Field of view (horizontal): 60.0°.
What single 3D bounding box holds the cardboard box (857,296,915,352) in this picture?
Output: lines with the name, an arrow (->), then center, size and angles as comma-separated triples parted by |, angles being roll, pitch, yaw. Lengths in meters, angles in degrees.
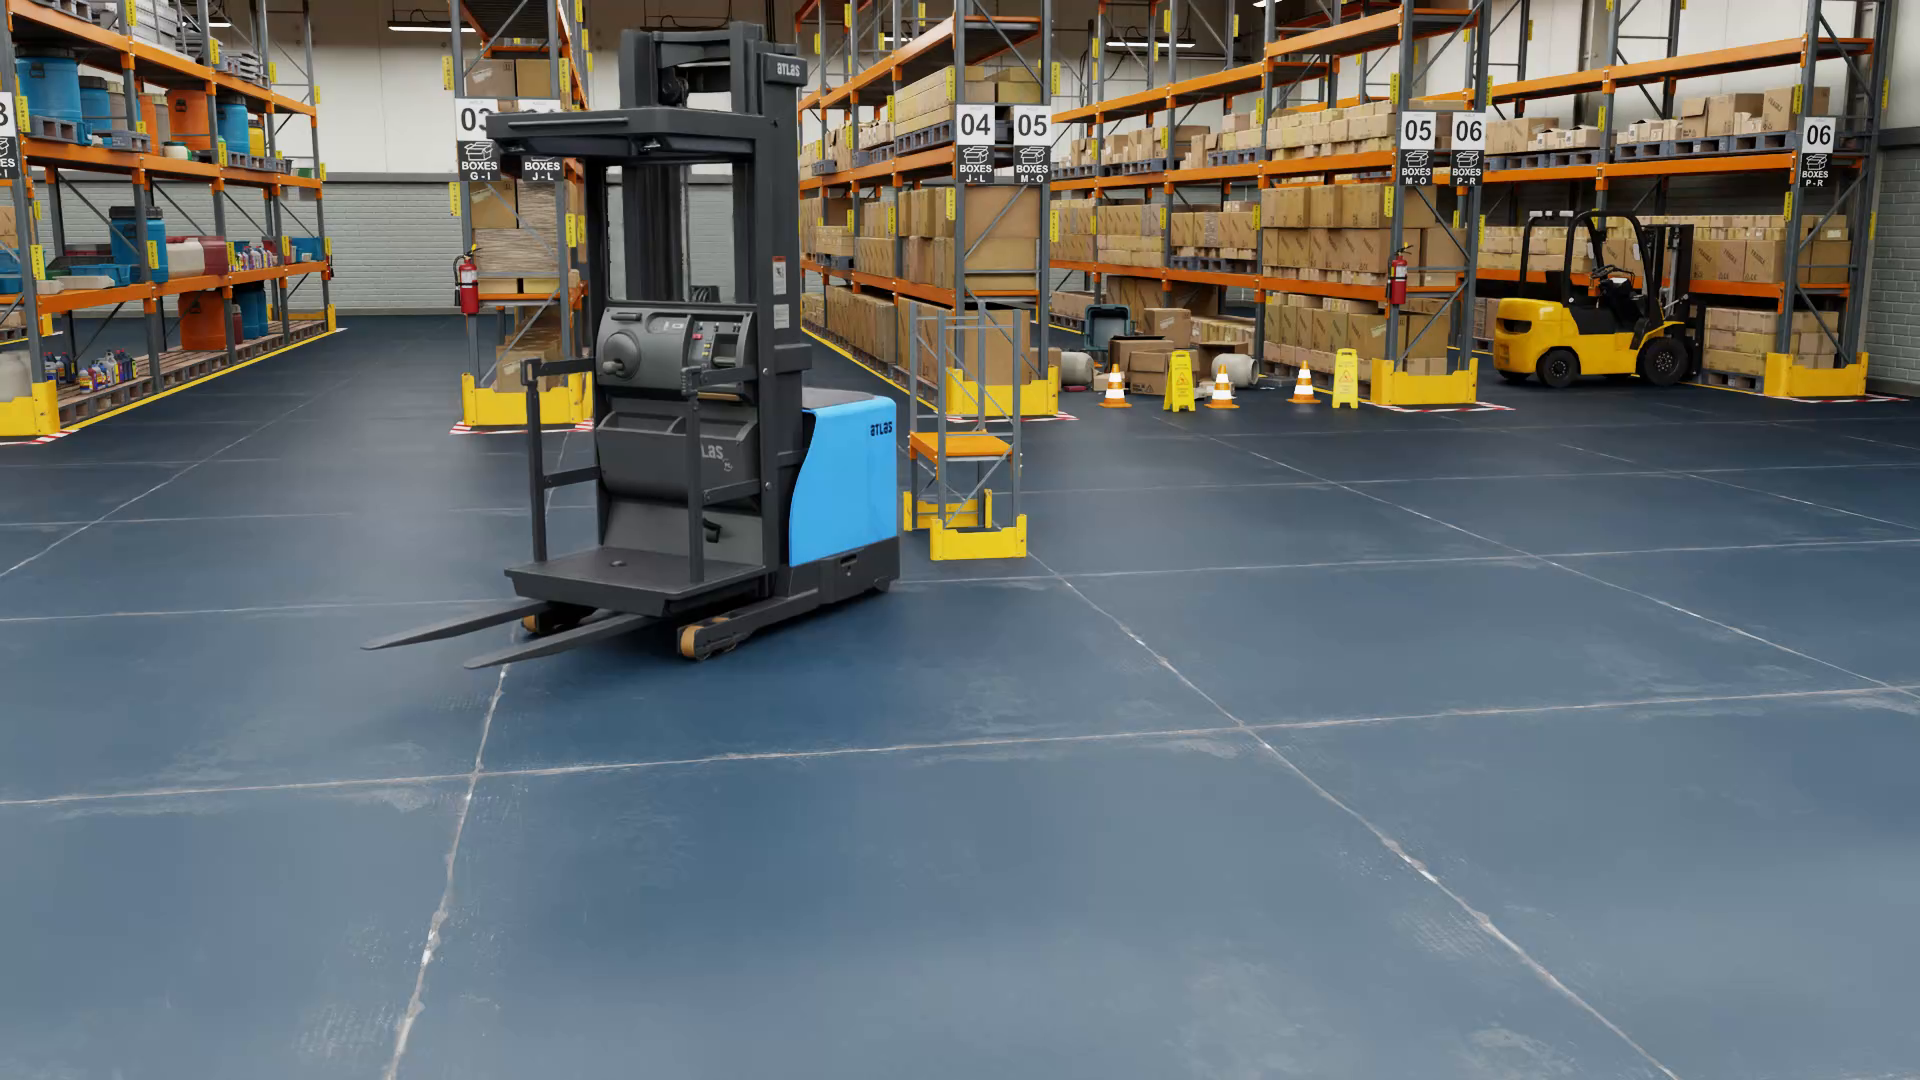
cardboard box -> -0.909, -3.118, 23.952 | 1.050, 0.750, 0.750 | -2, 11, -10

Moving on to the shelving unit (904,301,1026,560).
shelving unit -> 0.015, -0.723, 10.483 | 0.587, 1.500, 1.083 | -2, 11, -11

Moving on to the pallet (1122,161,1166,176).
pallet -> 3.325, -6.193, 27.694 | 1.003, 0.211, 1.213 | -2, 11, -8

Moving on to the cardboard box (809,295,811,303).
cardboard box -> -2.676, -4.610, 31.804 | 0.380, 0.149, 0.250 | -3, 11, -14

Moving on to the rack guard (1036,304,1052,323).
rack guard -> 2.162, -4.735, 34.235 | 1.175, 0.500, 0.348 | -2, 11, -11

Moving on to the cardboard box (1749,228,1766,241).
cardboard box -> 9.726, -3.672, 19.964 | 0.380, 0.149, 0.250 | -2, 11, -10

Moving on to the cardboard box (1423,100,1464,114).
cardboard box -> 5.410, -4.838, 18.611 | 0.380, 0.149, 0.250 | -2, 11, -11

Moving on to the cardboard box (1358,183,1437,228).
cardboard box -> 4.965, -3.796, 18.881 | 0.700, 0.500, 0.500 | -2, 11, -12

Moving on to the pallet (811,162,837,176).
pallet -> -1.875, -6.290, 28.203 | 1.213, 0.211, 1.003 | -2, 11, -11

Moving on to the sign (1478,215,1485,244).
sign -> 5.811, -3.469, 18.584 | 0.100, 0.325, 0.005 | -2, 11, -11

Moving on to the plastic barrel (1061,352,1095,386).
plastic barrel -> 1.390, -2.141, 20.813 | 0.512, 0.421, 0.421 | 6, 12, 28

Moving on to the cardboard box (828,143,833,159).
cardboard box -> -1.926, -6.493, 27.881 | 0.500, 0.311, 0.500 | -2, 11, -12

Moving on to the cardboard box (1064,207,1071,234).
cardboard box -> 2.294, -6.120, 31.887 | 0.500, 0.500, 0.500 | -2, 11, -11

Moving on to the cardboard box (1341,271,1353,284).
cardboard box -> 4.730, -3.097, 19.620 | 0.380, 0.149, 0.250 | -2, 11, -10

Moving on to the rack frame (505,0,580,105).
rack frame -> -5.998, -7.078, 23.815 | 1.000, 3.000, 0.127 | -2, 11, -11

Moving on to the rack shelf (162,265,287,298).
rack shelf -> -11.245, -3.964, 25.424 | 1.077, 0.370, 4.000 | -2, 11, -11

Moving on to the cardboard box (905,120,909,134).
cardboard box -> -0.450, -4.946, 19.919 | 0.380, 0.149, 0.250 | -2, 11, -12

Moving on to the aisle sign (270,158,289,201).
aisle sign -> -12.717, -6.697, 30.908 | 0.394, 0.787, 0.004 | -2, 11, -11

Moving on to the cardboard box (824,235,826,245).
cardboard box -> -2.057, -4.974, 27.562 | 0.380, 0.149, 0.250 | -2, 11, -9

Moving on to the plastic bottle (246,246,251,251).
plastic bottle -> -11.240, -4.464, 26.260 | 0.144, 0.351, 0.185 | -2, 11, -11

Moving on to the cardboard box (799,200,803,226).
cardboard box -> -2.842, -6.354, 32.321 | 0.500, 0.500, 0.500 | -2, 11, -11

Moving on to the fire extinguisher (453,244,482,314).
fire extinguisher -> -4.872, -2.588, 16.476 | 0.296, 0.674, 0.183 | -2, 11, -11

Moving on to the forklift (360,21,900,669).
forklift -> -1.512, -0.976, 7.985 | 1.130, 2.935, 3.031 | 6, 12, 30

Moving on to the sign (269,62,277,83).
sign -> -11.094, -7.548, 26.846 | 0.100, 0.325, 0.005 | -2, 11, -11

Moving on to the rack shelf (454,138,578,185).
rack shelf -> -4.831, -4.150, 18.381 | 1.077, 0.370, 4.000 | -2, 11, -11

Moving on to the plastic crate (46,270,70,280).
plastic crate -> -10.091, -2.854, 18.233 | 0.450, 0.188, 0.662 | -2, 11, -11

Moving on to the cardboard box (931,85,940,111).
cardboard box -> -0.023, -4.798, 18.075 | 0.500, 0.250, 0.500 | -2, 11, -11

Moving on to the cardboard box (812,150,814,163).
cardboard box -> -2.426, -6.938, 30.169 | 0.500, 0.250, 0.500 | -2, 11, -9

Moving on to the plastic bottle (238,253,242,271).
plastic bottle -> -10.780, -4.152, 24.834 | 0.097, 0.271, 0.097 | 0, 11, 0

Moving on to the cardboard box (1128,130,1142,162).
cardboard box -> 3.096, -6.533, 27.583 | 0.500, 0.500, 0.500 | -2, 11, -10

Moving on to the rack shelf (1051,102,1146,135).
rack shelf -> 2.556, -7.989, 31.595 | 1.077, 0.370, 4.000 | -2, 11, -11

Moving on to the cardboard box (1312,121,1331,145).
cardboard box -> 4.612, -4.934, 20.178 | 0.500, 0.250, 0.500 | -2, 11, -10

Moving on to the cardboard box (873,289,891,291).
cardboard box -> -1.108, -3.867, 26.550 | 0.500, 0.250, 0.500 | -2, 11, -12

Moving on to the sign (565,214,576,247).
sign -> -3.910, -3.108, 16.690 | 0.100, 0.325, 0.005 | -2, 11, -11

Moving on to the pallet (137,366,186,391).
pallet -> -10.269, -1.990, 20.585 | 1.003, 0.211, 1.213 | -2, 11, -11

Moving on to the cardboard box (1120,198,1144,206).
cardboard box -> 3.138, -6.151, 30.314 | 0.380, 0.149, 0.250 | -2, 11, -12

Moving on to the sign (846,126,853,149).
sign -> -1.645, -6.001, 24.796 | 0.100, 0.325, 0.005 | -2, 11, -11

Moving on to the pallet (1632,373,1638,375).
pallet -> 9.483, -2.421, 22.853 | 1.003, 0.211, 1.213 | -2, 11, -11

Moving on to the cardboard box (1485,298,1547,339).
cardboard box -> 8.834, -3.477, 26.172 | 0.875, 0.625, 0.625 | -2, 11, -9

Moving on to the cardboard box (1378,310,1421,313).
cardboard box -> 5.282, -2.506, 20.064 | 0.500, 0.500, 0.500 | -3, 11, -13

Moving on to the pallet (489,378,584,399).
pallet -> -4.814, -1.681, 18.964 | 1.003, 0.211, 1.213 | -2, 11, -11

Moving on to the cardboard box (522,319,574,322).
cardboard box -> -5.502, -2.689, 22.312 | 0.700, 0.500, 0.500 | -3, 11, -16

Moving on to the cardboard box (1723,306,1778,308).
cardboard box -> 10.052, -2.830, 21.101 | 0.500, 0.250, 0.500 | -2, 11, -11

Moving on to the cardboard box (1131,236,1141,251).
cardboard box -> 3.157, -4.930, 27.638 | 0.500, 0.250, 0.500 | -2, 11, -12

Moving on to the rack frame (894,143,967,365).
rack frame -> -0.335, -3.559, 21.372 | 1.000, 3.000, 0.127 | -2, 11, -11

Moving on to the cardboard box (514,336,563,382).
cardboard box -> -4.865, -2.085, 19.189 | 0.500, 0.500, 0.500 | -3, 11, -16

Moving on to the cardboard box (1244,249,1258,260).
cardboard box -> 4.130, -3.925, 22.842 | 0.380, 0.149, 0.250 | -2, 11, -10

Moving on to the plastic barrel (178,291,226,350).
plastic barrel -> -10.968, -3.180, 24.062 | 0.600, 0.830, 0.708 | -2, 11, -11

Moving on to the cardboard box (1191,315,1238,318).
cardboard box -> 3.823, -3.302, 25.930 | 0.950, 0.372, 0.625 | -3, 11, -15

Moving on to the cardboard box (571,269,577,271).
cardboard box -> -4.890, -3.245, 20.394 | 0.380, 0.149, 0.250 | -2, 11, -11

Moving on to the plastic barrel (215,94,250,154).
plastic barrel -> -11.152, -6.303, 25.302 | 0.600, 0.901, 0.708 | -2, 11, -11

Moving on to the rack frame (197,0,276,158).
rack frame -> -11.634, -7.631, 26.723 | 1.000, 3.000, 0.127 | -2, 11, -11

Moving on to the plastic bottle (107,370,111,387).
plastic bottle -> -9.492, -1.806, 18.468 | 0.097, 0.201, 0.097 | 0, 11, 0

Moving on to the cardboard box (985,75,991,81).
cardboard box -> 0.494, -5.082, 18.500 | 0.380, 0.149, 0.250 | -2, 11, -12

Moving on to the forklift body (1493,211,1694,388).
forklift body -> 7.989, -3.069, 21.071 | 2.313, 2.155, 1.214 | -2, 11, -11

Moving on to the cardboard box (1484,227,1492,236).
cardboard box -> 8.493, -4.876, 26.288 | 0.380, 0.149, 0.250 | -2, 11, -9

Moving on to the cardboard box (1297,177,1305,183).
cardboard box -> 6.985, -7.231, 33.313 | 0.380, 0.149, 0.250 | -2, 11, -11

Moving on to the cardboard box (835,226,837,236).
cardboard box -> -1.756, -4.835, 26.034 | 0.380, 0.149, 0.250 | -2, 11, -9
